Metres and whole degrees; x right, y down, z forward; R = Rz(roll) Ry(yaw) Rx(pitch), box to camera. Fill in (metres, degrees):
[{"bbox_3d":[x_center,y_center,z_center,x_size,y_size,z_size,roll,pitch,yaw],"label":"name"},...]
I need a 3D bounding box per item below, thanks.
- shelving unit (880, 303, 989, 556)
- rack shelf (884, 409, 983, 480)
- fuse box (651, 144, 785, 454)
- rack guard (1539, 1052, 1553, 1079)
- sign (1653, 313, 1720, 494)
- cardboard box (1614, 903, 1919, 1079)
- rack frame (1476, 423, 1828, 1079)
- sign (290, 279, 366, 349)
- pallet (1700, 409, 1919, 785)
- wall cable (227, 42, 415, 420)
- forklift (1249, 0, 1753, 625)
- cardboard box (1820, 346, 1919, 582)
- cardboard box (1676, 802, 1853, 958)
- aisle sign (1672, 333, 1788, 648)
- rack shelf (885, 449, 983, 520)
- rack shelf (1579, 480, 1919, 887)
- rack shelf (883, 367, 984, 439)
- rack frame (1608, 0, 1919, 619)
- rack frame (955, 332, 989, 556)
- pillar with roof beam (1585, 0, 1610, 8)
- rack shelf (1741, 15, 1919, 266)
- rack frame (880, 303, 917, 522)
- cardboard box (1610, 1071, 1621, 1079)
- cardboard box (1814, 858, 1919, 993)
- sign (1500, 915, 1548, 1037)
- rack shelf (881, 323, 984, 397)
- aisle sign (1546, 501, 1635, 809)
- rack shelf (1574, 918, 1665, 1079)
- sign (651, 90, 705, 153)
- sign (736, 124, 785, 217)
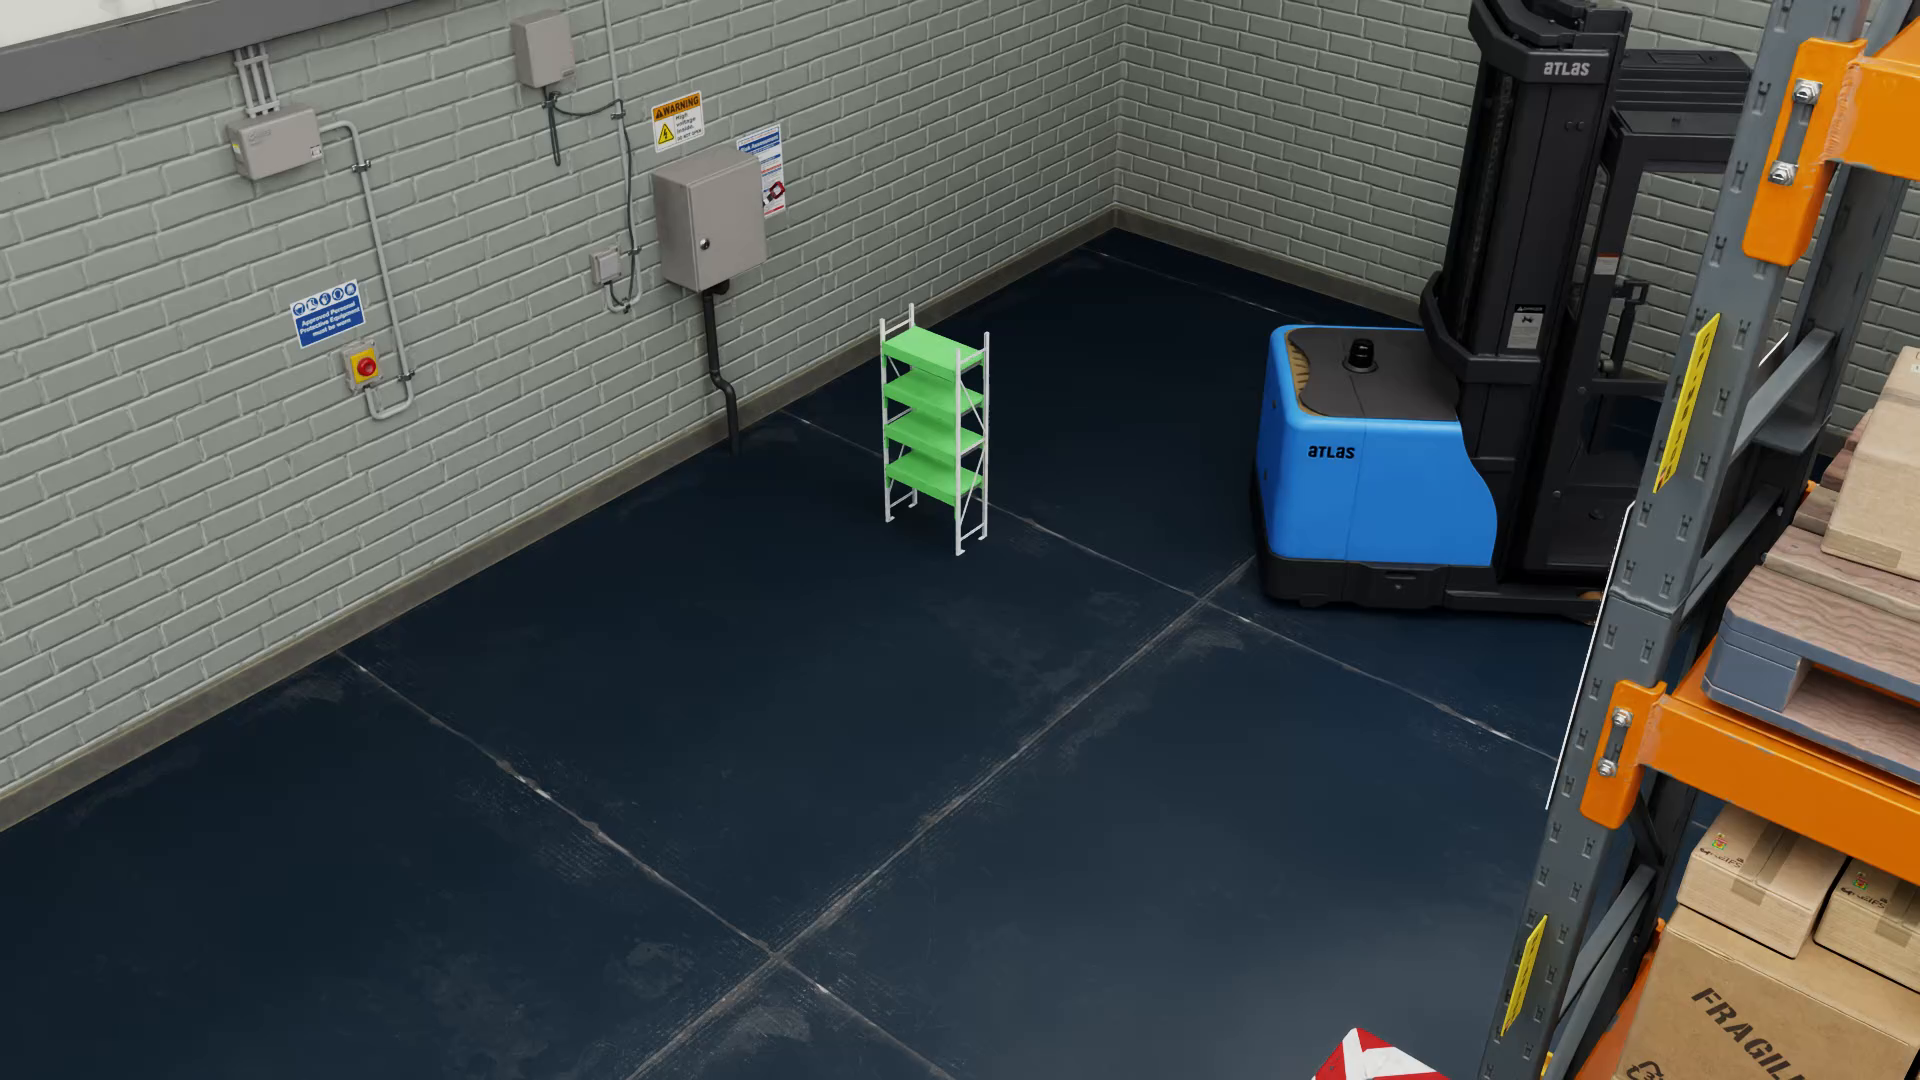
[{"bbox_3d":[-0.127,-0.555,8.498,0.503,1.200,0.258,25,42,32],"label":"shelving unit"},{"bbox_3d":[-0.127,-0.502,8.534,0.480,0.148,0.258,25,42,32],"label":"rack shelf"},{"bbox_3d":[-1.241,-1.212,9.003,0.414,1.711,0.539,25,42,32],"label":"fuse box"},{"bbox_3d":[1.632,2.172,5.145,0.348,0.500,1.175,25,42,32],"label":"rack guard"},{"bbox_3d":[1.291,-0.239,2.957,0.005,0.325,0.100,25,42,32],"label":"sign"},{"bbox_3d":[1.837,0.995,3.680,0.500,0.500,0.500,24,41,31],"label":"cardboard box"},{"bbox_3d":[1.651,1.151,4.425,0.127,3.000,1.000,25,42,32],"label":"rack frame"},{"bbox_3d":[-2.775,-0.994,7.309,0.001,0.218,0.327,25,42,32],"label":"sign"},{"bbox_3d":[2.228,0.215,3.216,1.213,0.211,1.003,25,42,32],"label":"pallet"},{"bbox_3d":[-2.698,-1.313,7.087,0.123,1.953,0.585,25,42,32],"label":"wall cable"},{"bbox_3d":[3.043,-1.097,7.758,3.031,2.935,1.130,2,35,3],"label":"forklift"},{"bbox_3d":[2.054,-0.114,3.291,0.500,0.250,0.500,21,40,28],"label":"cardboard box"},{"bbox_3d":[1.747,0.679,3.567,0.250,0.149,0.380,26,42,33],"label":"cardboard box"},{"bbox_3d":[1.794,-0.082,3.923,0.004,0.787,0.394,25,42,32],"label":"aisle sign"},{"bbox_3d":[-0.127,-0.304,8.670,0.480,0.148,0.258,25,42,32],"label":"rack shelf"},{"bbox_3d":[3.188,0.935,2.724,4.000,0.370,1.077,25,42,32],"label":"rack shelf"},{"bbox_3d":[-0.127,-0.700,8.398,0.480,0.148,0.258,25,42,32],"label":"rack shelf"},{"bbox_3d":[1.651,-1.322,2.726,0.127,3.000,1.000,25,42,32],"label":"rack frame"},{"bbox_3d":[0.060,-0.466,8.369,0.015,1.200,0.240,25,42,32],"label":"rack frame"},{"bbox_3d":[0.574,-2.979,5.139,0.400,9.000,9.100,25,42,32],"label":"pillar with roof beam"},{"bbox_3d":[3.188,-0.136,1.988,4.000,0.370,1.077,25,42,32],"label":"rack shelf"},{"bbox_3d":[-0.315,-0.643,8.626,0.015,1.200,0.240,25,42,32],"label":"rack frame"},{"bbox_3d":[1.836,1.408,3.961,0.500,0.500,0.500,25,42,31],"label":"cardboard box"},{"bbox_3d":[1.994,0.743,3.474,0.250,0.149,0.380,26,42,33],"label":"cardboard box"},{"bbox_3d":[1.291,1.000,3.809,0.005,0.325,0.100,25,42,32],"label":"sign"},{"bbox_3d":[-0.127,-0.898,8.262,0.480,0.148,0.258,25,42,32],"label":"rack shelf"},{"bbox_3d":[1.410,0.179,3.543,0.004,0.787,0.394,25,42,32],"label":"aisle sign"},{"bbox_3d":[3.188,2.172,3.574,4.000,0.370,1.077,25,42,32],"label":"rack shelf"},{"bbox_3d":[-1.436,-2.134,8.478,0.001,0.242,0.339,25,42,32],"label":"sign"},{"bbox_3d":[-1.085,-1.993,9.087,0.001,0.494,0.329,25,42,32],"label":"sign"}]
